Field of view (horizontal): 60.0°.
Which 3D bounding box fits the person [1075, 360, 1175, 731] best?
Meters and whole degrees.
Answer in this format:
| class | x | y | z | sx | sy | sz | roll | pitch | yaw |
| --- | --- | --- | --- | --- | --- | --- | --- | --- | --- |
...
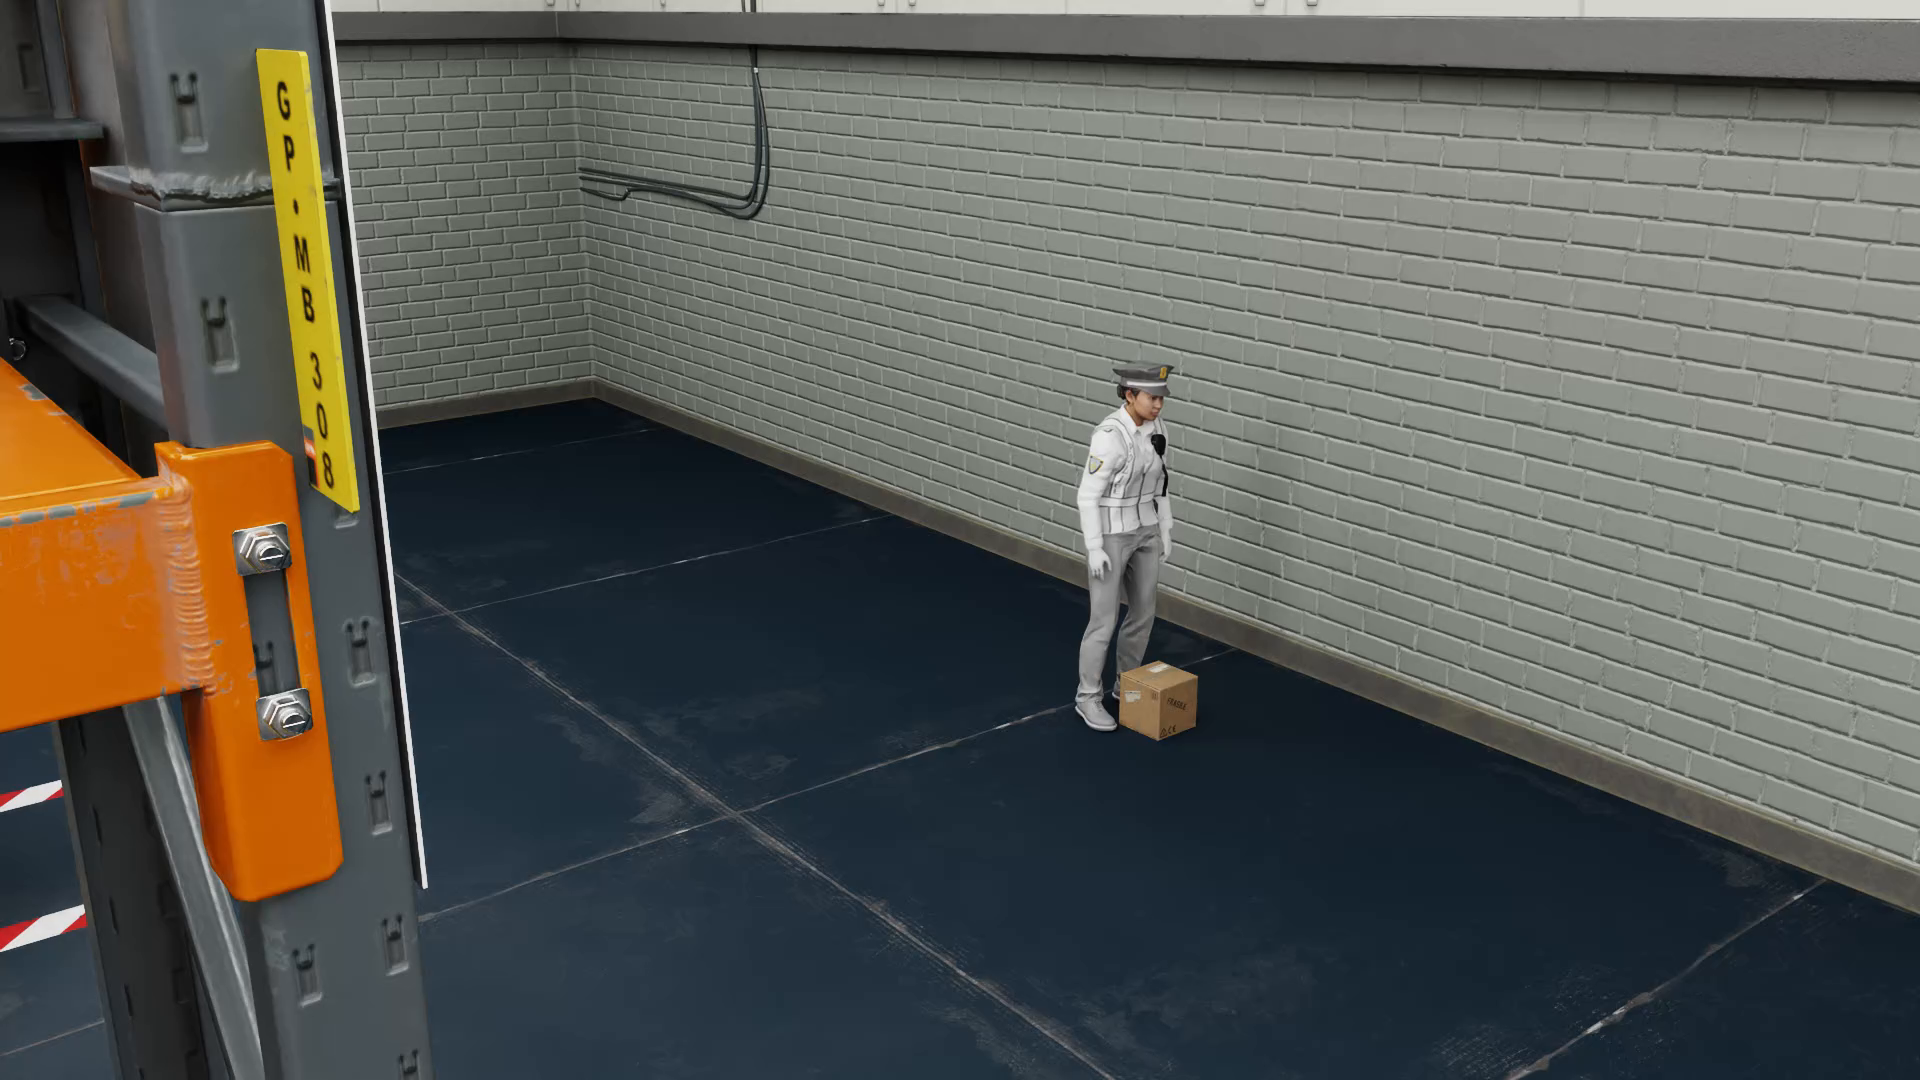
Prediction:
| class | x | y | z | sx | sy | sz | roll | pitch | yaw |
| --- | --- | --- | --- | --- | --- | --- | --- | --- | --- |
| person | 0.756 | 0.001 | 7.542 | 0.540 | 1.664 | 0.375 | -14 | 23 | -38 |
